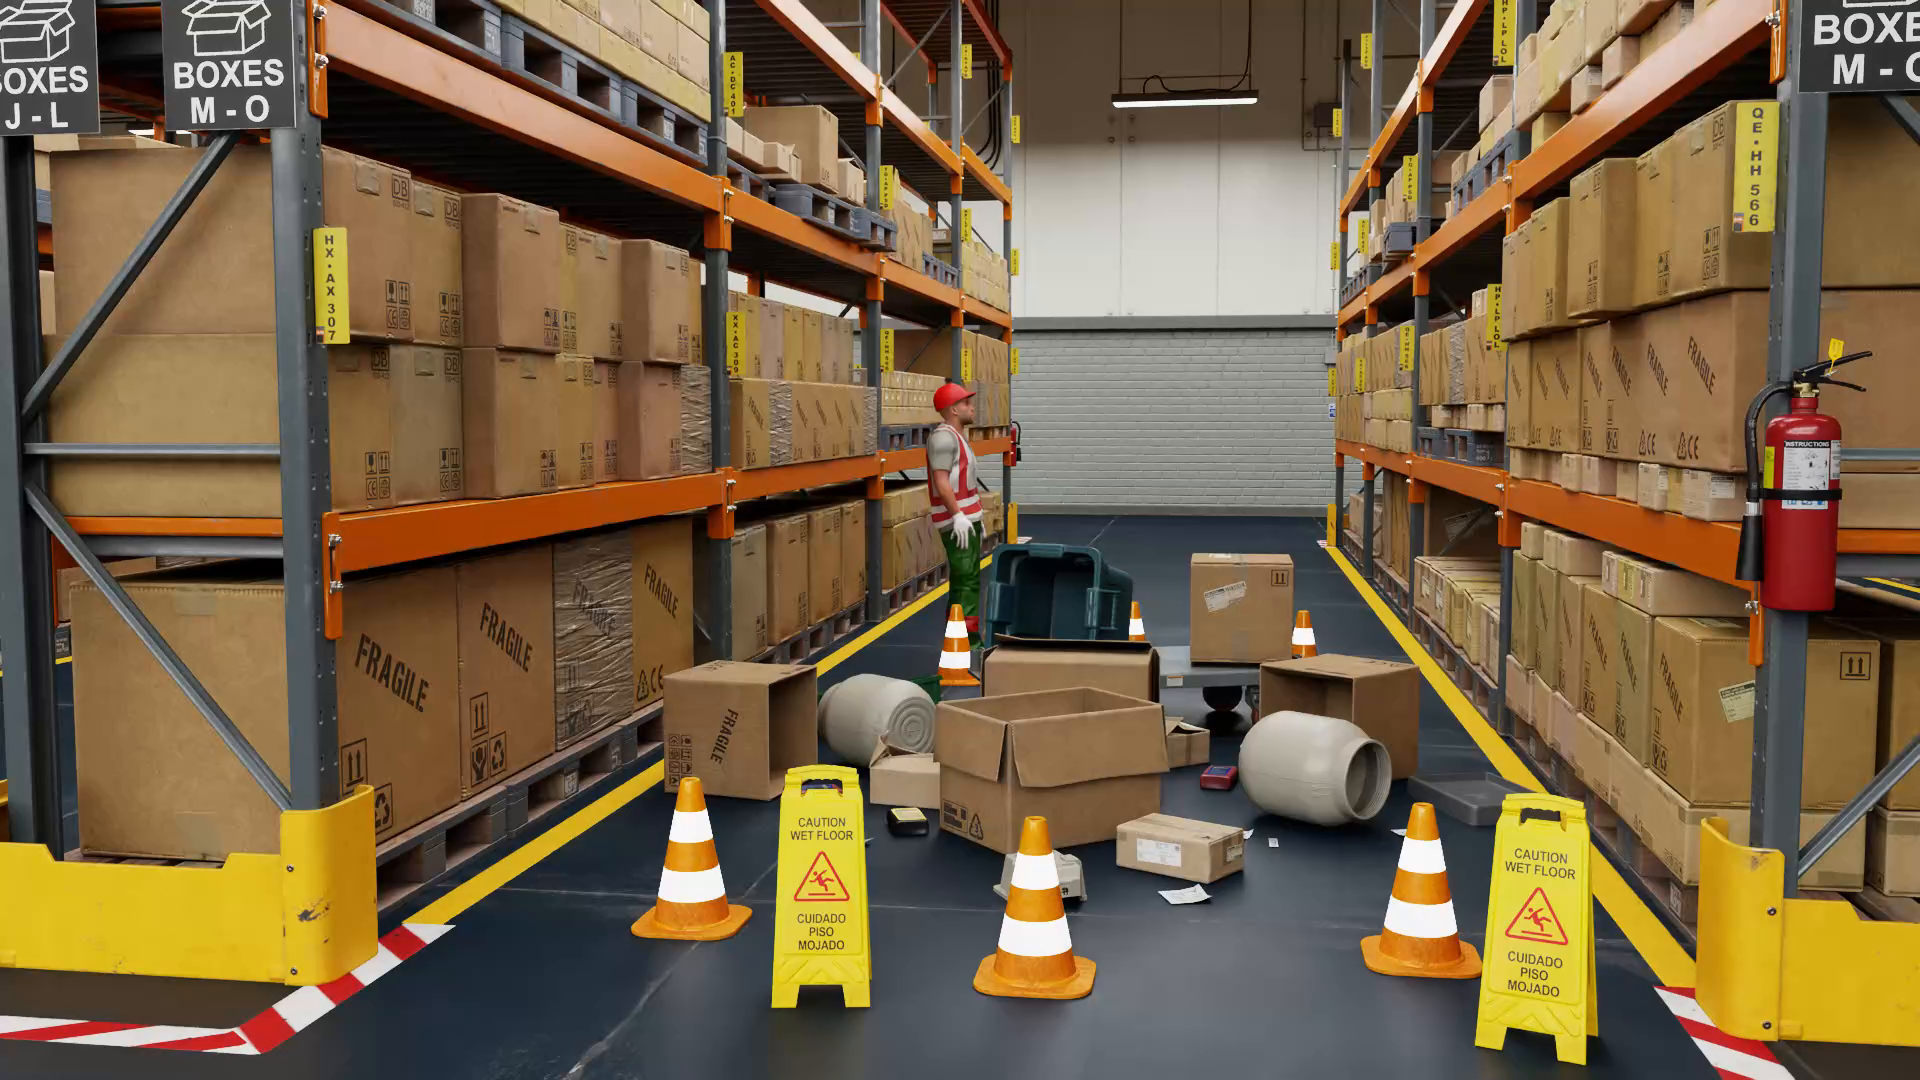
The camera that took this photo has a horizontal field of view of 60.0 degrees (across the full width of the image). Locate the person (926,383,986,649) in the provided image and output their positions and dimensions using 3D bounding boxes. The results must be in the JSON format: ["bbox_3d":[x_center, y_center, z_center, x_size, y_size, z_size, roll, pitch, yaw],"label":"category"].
[{"bbox_3d":[0.078,-0.083,10.380,0.564,1.788,0.624,1,4,9],"label":"person"}]
